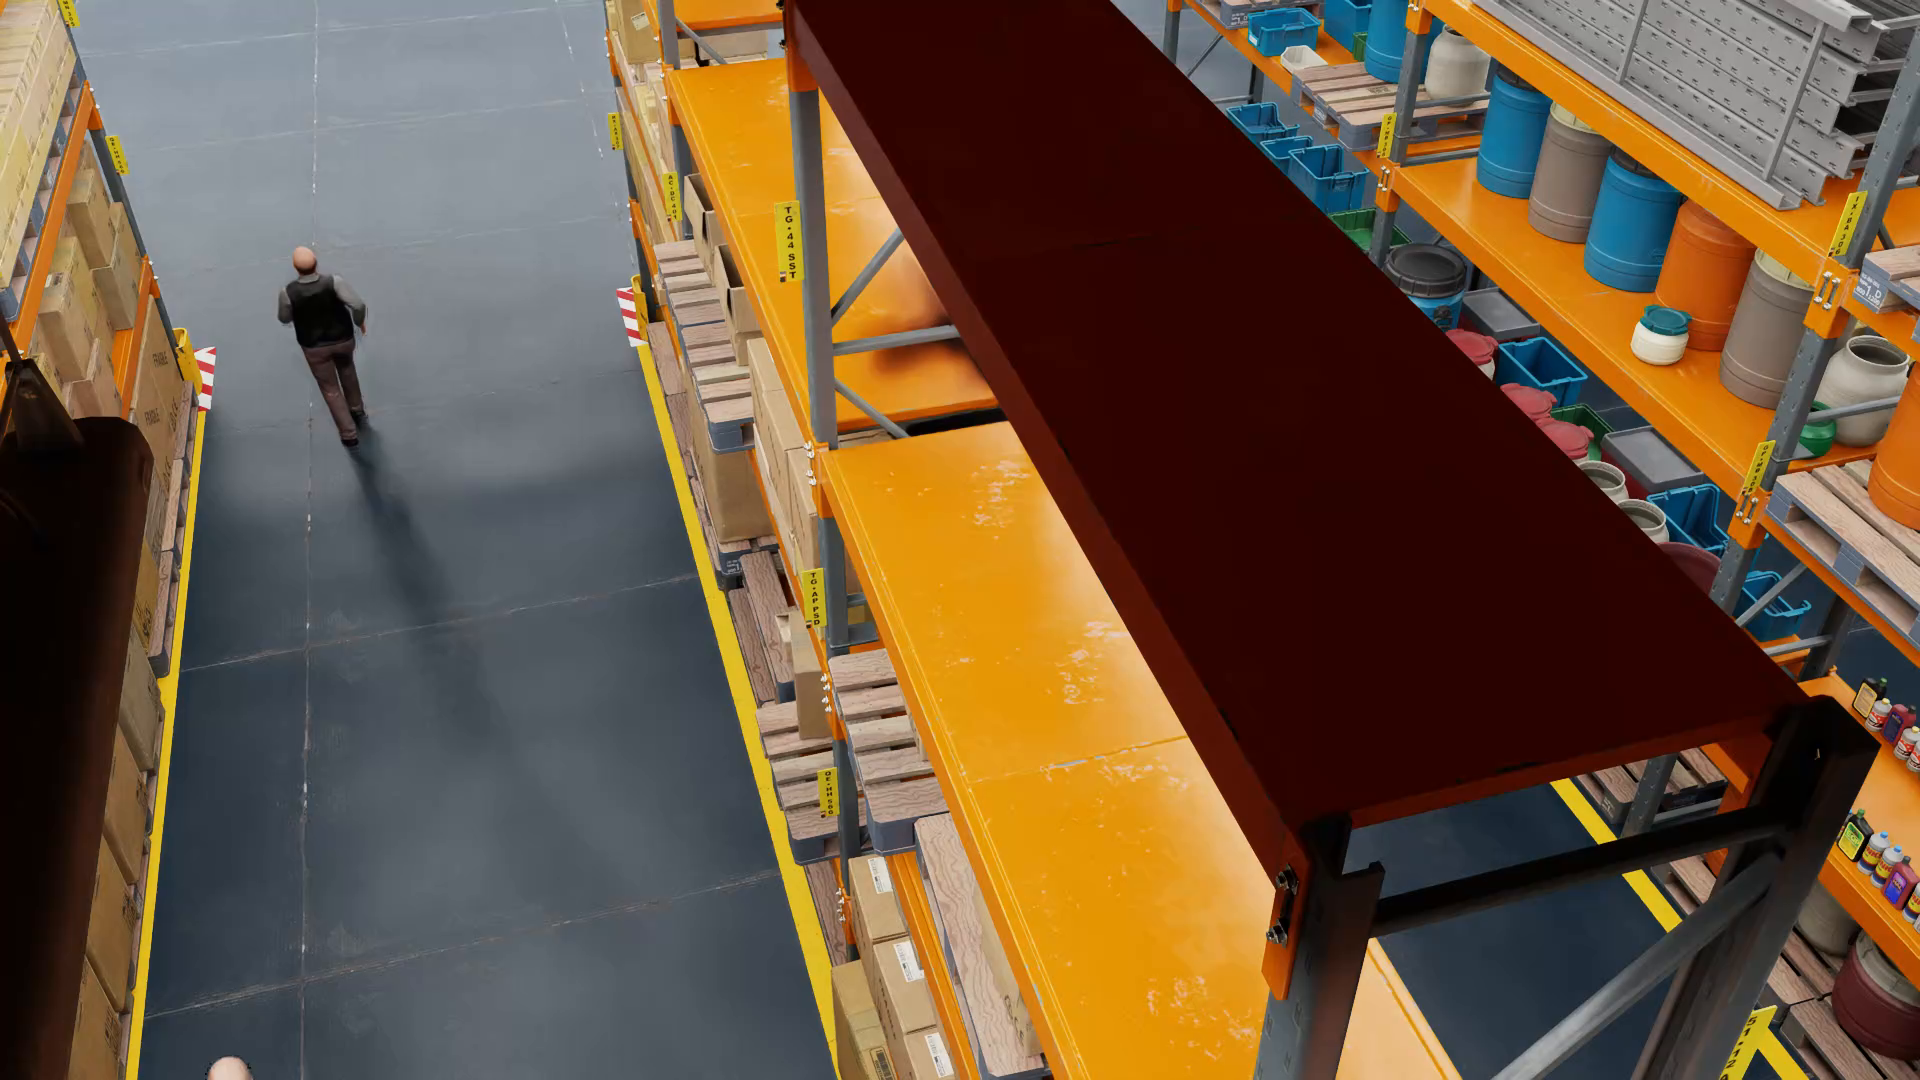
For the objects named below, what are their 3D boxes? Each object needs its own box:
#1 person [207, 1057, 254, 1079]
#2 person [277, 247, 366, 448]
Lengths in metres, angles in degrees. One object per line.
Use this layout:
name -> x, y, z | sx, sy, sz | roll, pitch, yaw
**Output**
person -> -3.028, 2.842, 7.381 | 0.710, 1.742, 0.637 | -13, 40, -16
person -> -5.079, -1.560, 13.399 | 0.629, 1.774, 0.769 | -21, 43, -25
